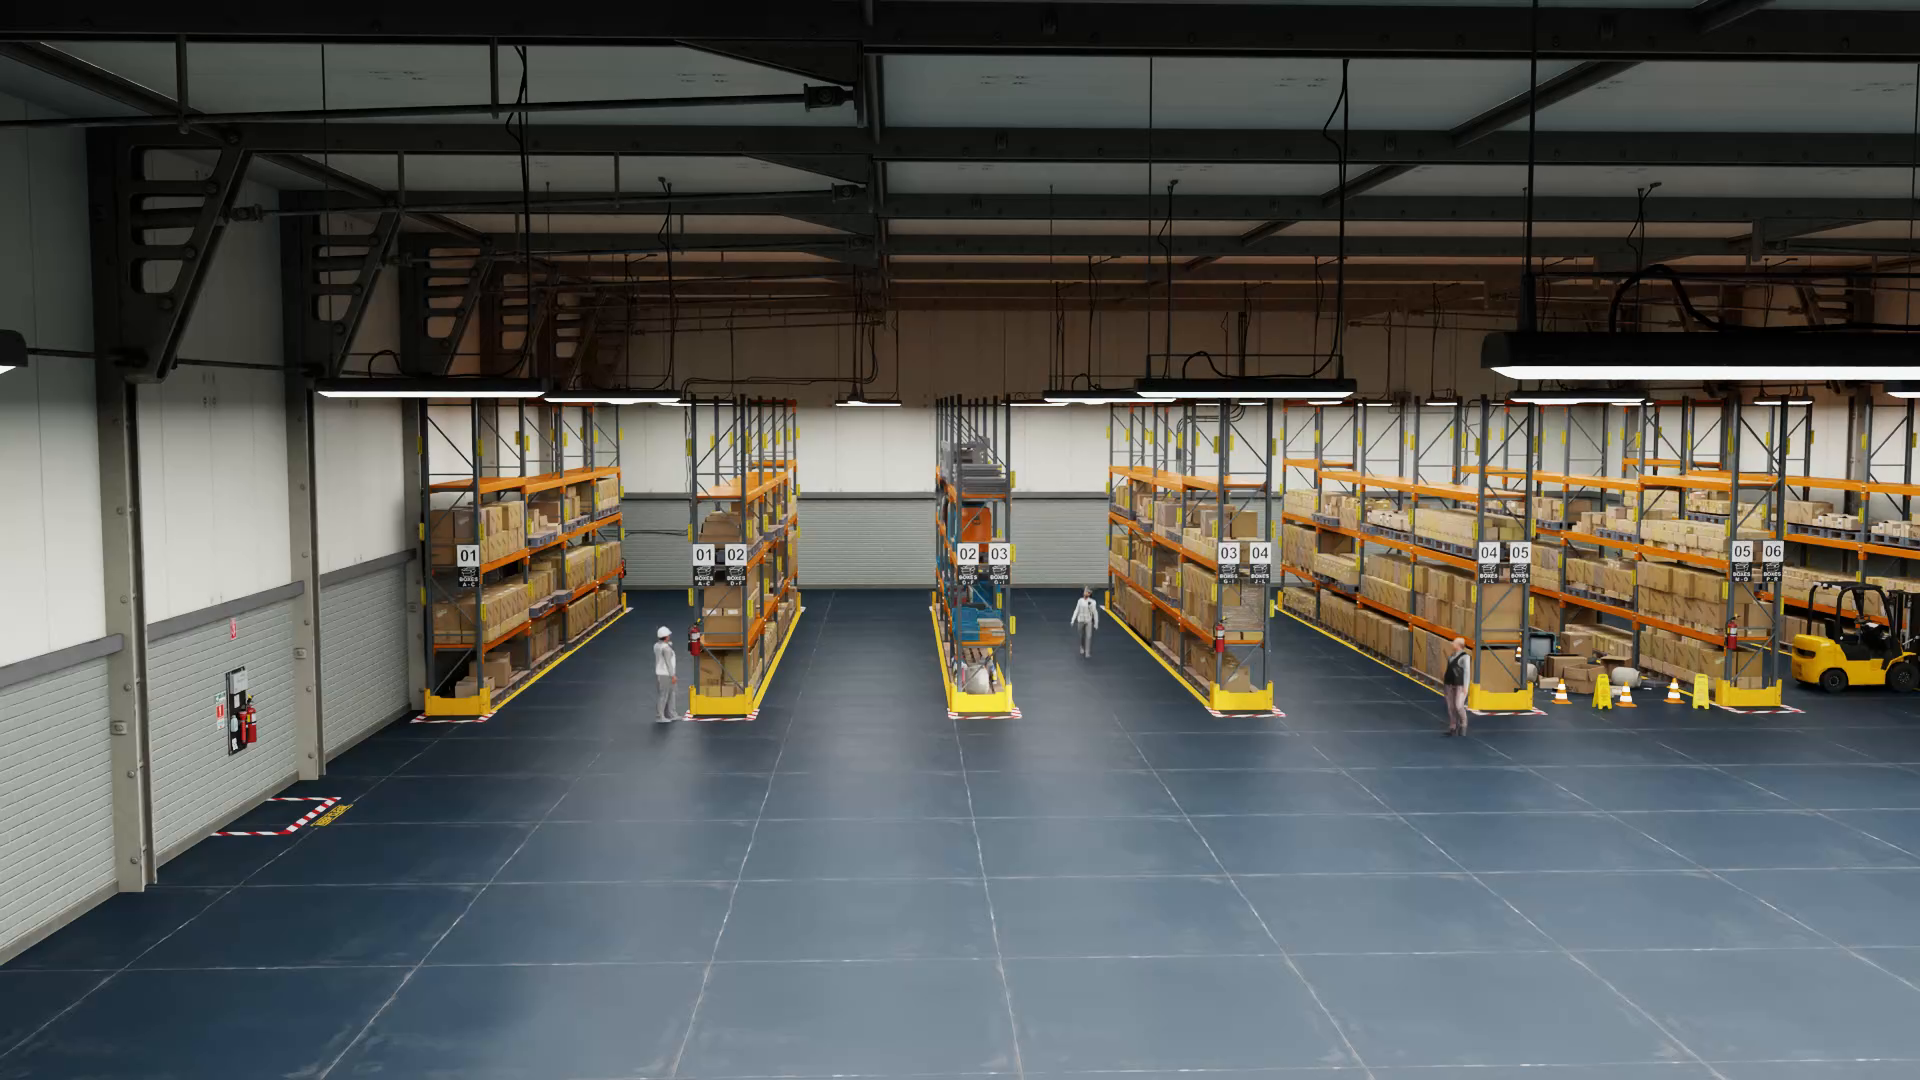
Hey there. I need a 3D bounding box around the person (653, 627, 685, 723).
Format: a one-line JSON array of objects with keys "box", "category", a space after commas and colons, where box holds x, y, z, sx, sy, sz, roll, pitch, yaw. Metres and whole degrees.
[{"box": [-5.311, 2.461, 30.391, 0.572, 1.777, 0.558, -1, 5, -12], "category": "person"}]

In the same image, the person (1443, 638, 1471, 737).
[{"box": [8.680, 2.573, 29.043, 0.514, 1.742, 0.477, 4, 6, 44], "category": "person"}]

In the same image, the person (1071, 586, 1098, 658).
[{"box": [2.879, 1.874, 38.355, 0.624, 1.630, 1.023, 1, 5, 8], "category": "person"}]
